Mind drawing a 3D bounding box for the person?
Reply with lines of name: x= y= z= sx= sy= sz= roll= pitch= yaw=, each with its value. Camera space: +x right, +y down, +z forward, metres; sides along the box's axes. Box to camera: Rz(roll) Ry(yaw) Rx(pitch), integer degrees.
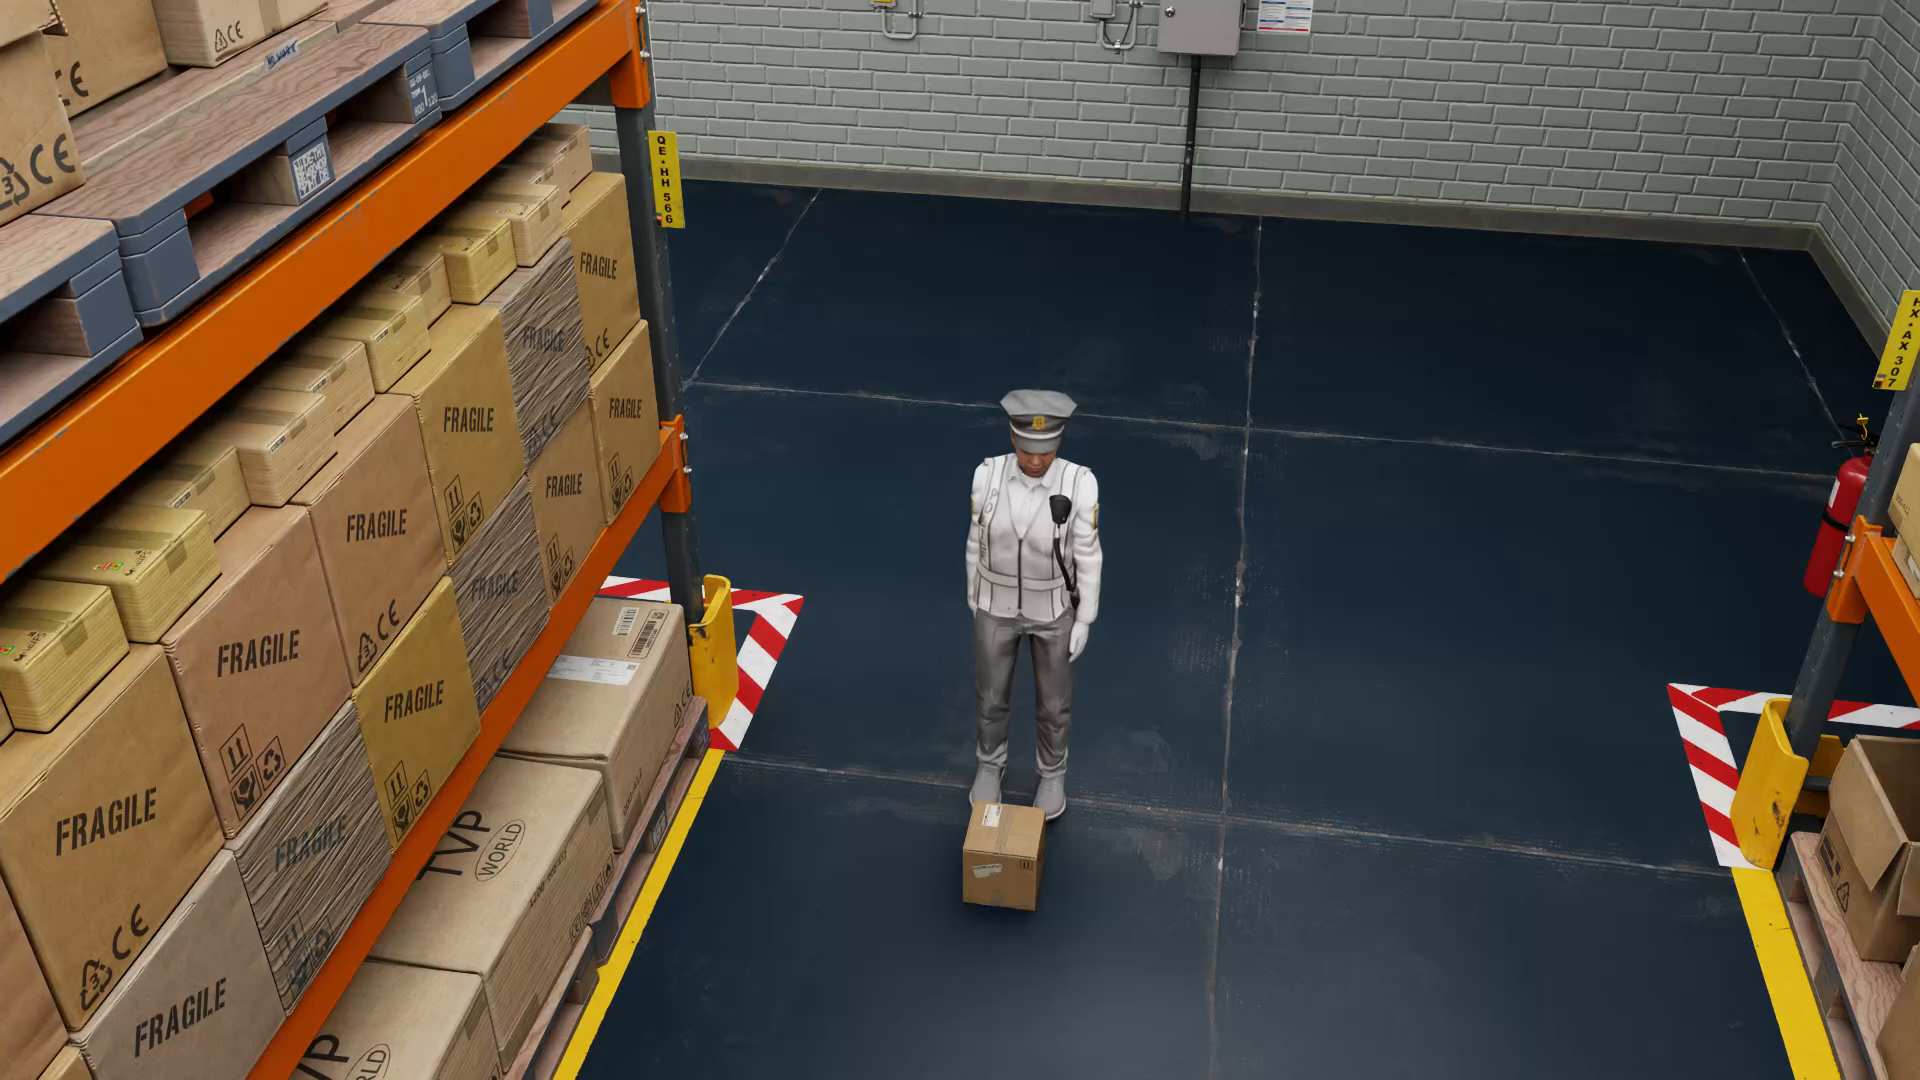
person: x=0.245 y=0.253 z=5.746 sx=0.469 sy=1.663 sz=0.329 roll=6 pitch=33 yaw=9
